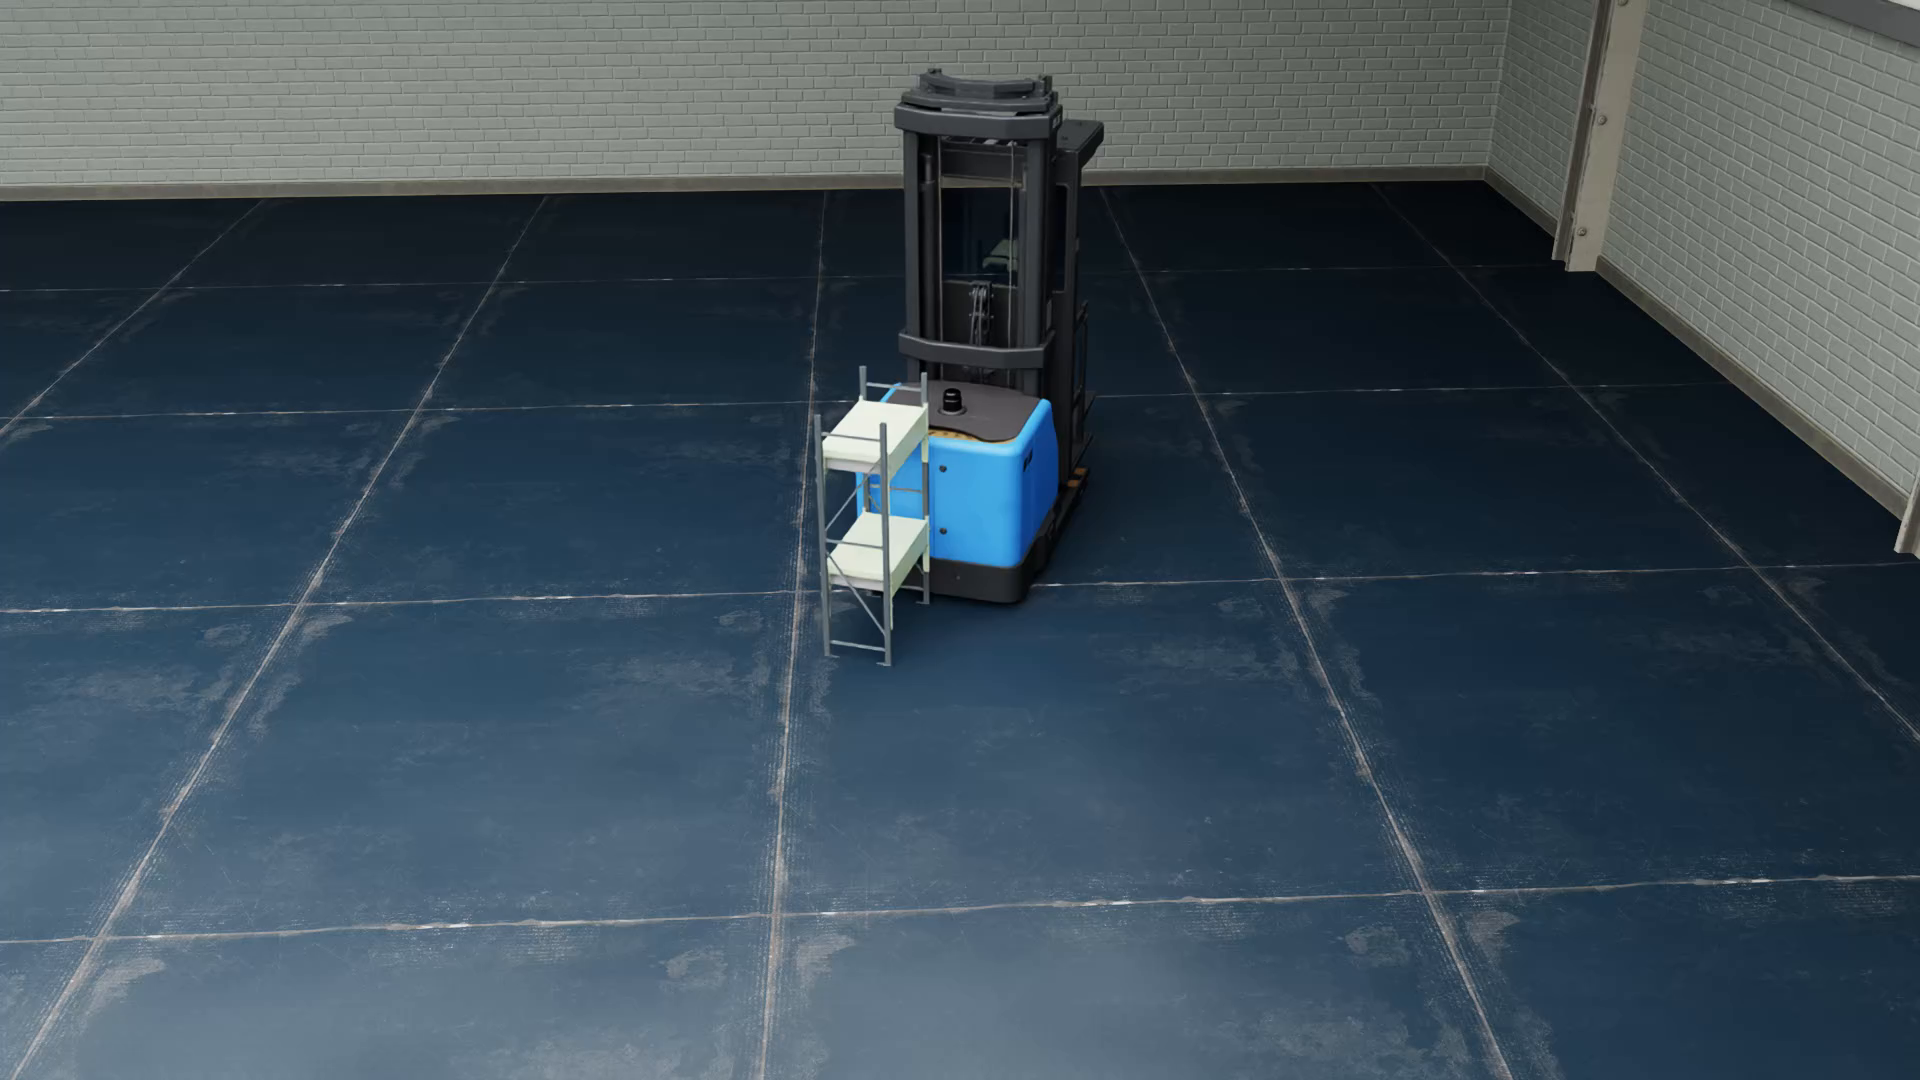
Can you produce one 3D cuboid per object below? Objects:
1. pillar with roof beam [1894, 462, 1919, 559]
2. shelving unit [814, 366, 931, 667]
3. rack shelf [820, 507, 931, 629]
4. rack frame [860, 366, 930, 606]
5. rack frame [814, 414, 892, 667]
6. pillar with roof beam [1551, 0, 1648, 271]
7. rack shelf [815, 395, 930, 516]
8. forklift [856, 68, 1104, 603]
[{"bbox_3d":[1.873,-3.742,8.255,9.100,9.000,0.400,-1,28,-3],"label":"pillar with roof beam"},{"bbox_3d":[-0.479,-0.136,9.451,0.431,1.500,0.755,8,29,14],"label":"shelving unit"},{"bbox_3d":[-0.479,0.153,9.602,0.431,0.370,0.720,8,29,14],"label":"rack shelf"},{"bbox_3d":[-0.376,-0.299,9.763,0.400,1.500,0.023,8,29,14],"label":"rack frame"},{"bbox_3d":[-0.581,0.026,9.140,0.400,1.500,0.023,8,29,14],"label":"rack frame"},{"bbox_3d":[1.559,-6.513,13.568,9.100,9.000,0.400,-1,28,-3],"label":"pillar with roof beam"},{"bbox_3d":[-0.479,-0.482,9.271,0.431,0.370,0.720,8,29,14],"label":"rack shelf"},{"bbox_3d":[0.266,-1.587,10.685,1.130,2.935,3.031,8,29,14],"label":"forklift"}]
